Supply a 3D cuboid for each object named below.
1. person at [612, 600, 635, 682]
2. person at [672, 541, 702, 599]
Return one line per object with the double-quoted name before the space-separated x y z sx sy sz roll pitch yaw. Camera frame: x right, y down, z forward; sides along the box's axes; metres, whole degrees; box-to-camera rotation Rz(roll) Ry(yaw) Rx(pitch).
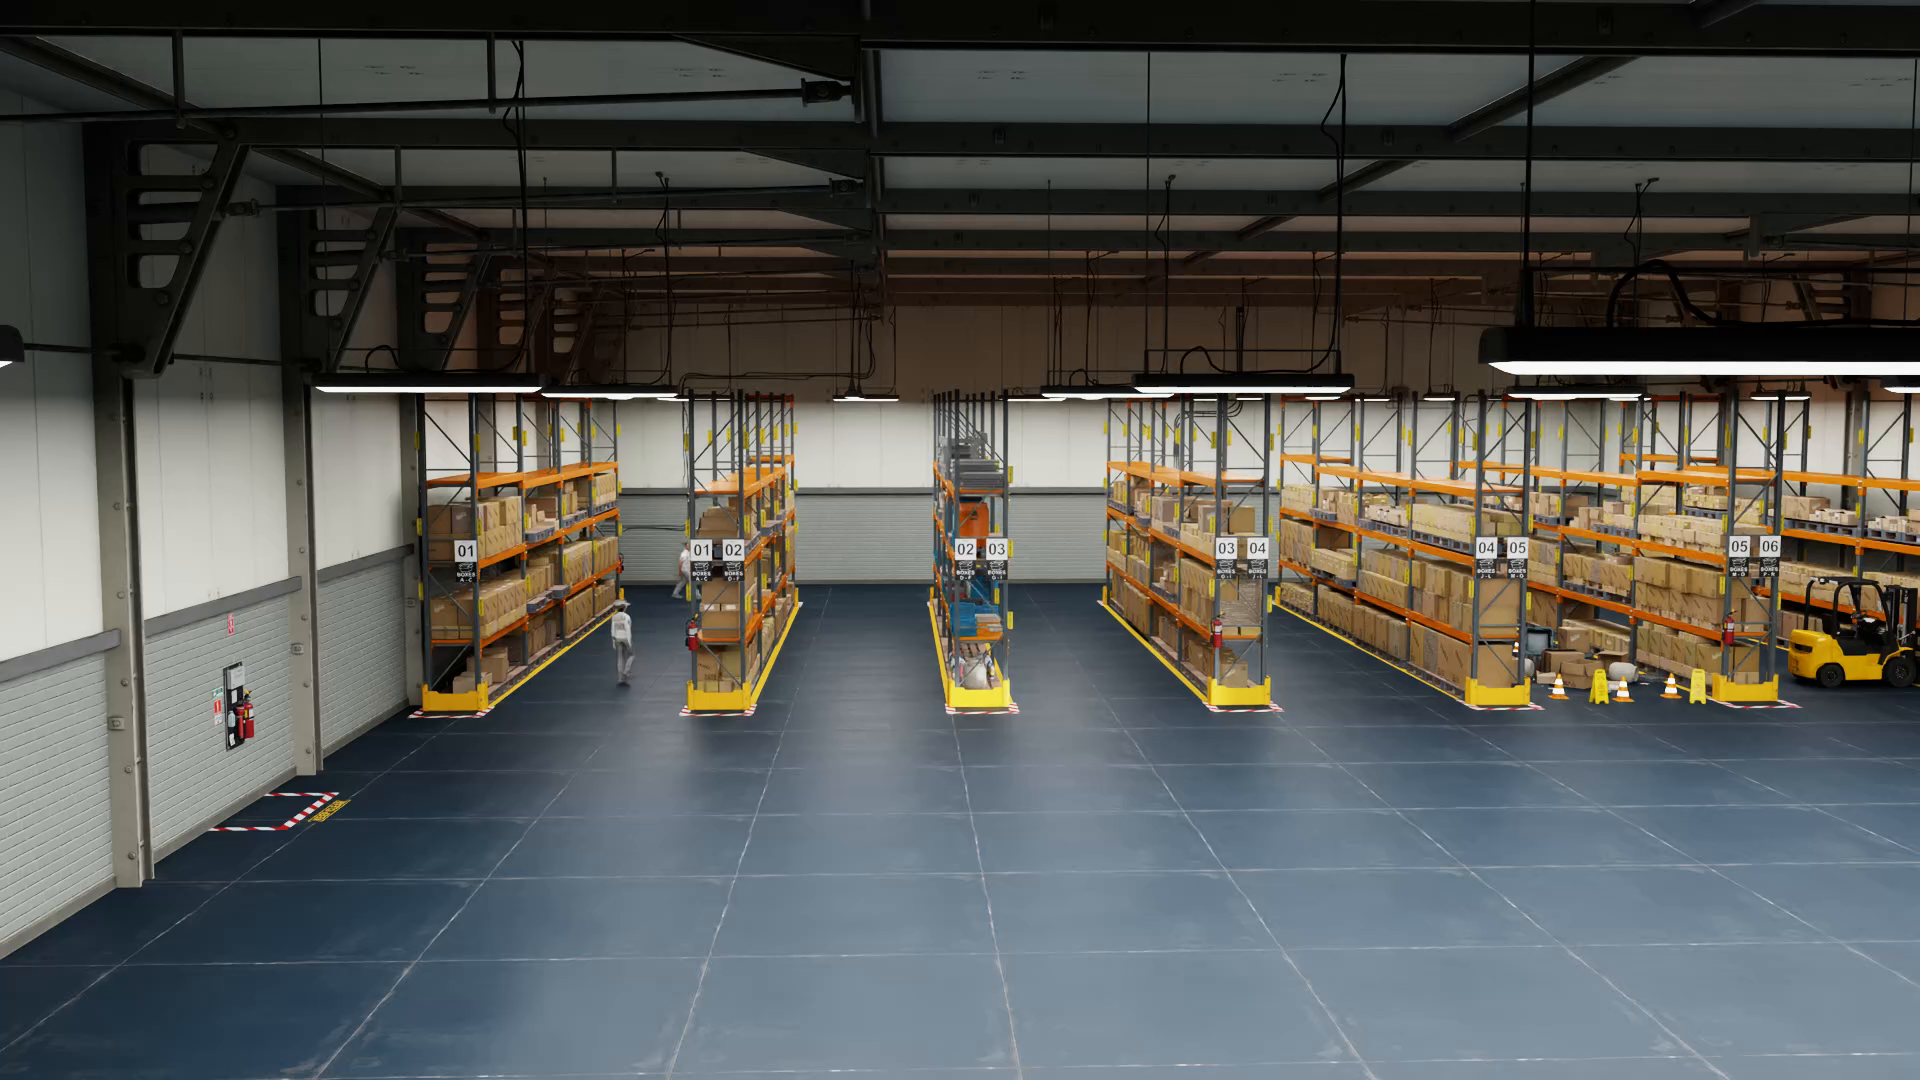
"person" -6.962 2.080 34.341 0.527 1.676 0.460 1 5 8
"person" -7.919 0.878 48.708 1.084 1.707 0.528 0 5 4
